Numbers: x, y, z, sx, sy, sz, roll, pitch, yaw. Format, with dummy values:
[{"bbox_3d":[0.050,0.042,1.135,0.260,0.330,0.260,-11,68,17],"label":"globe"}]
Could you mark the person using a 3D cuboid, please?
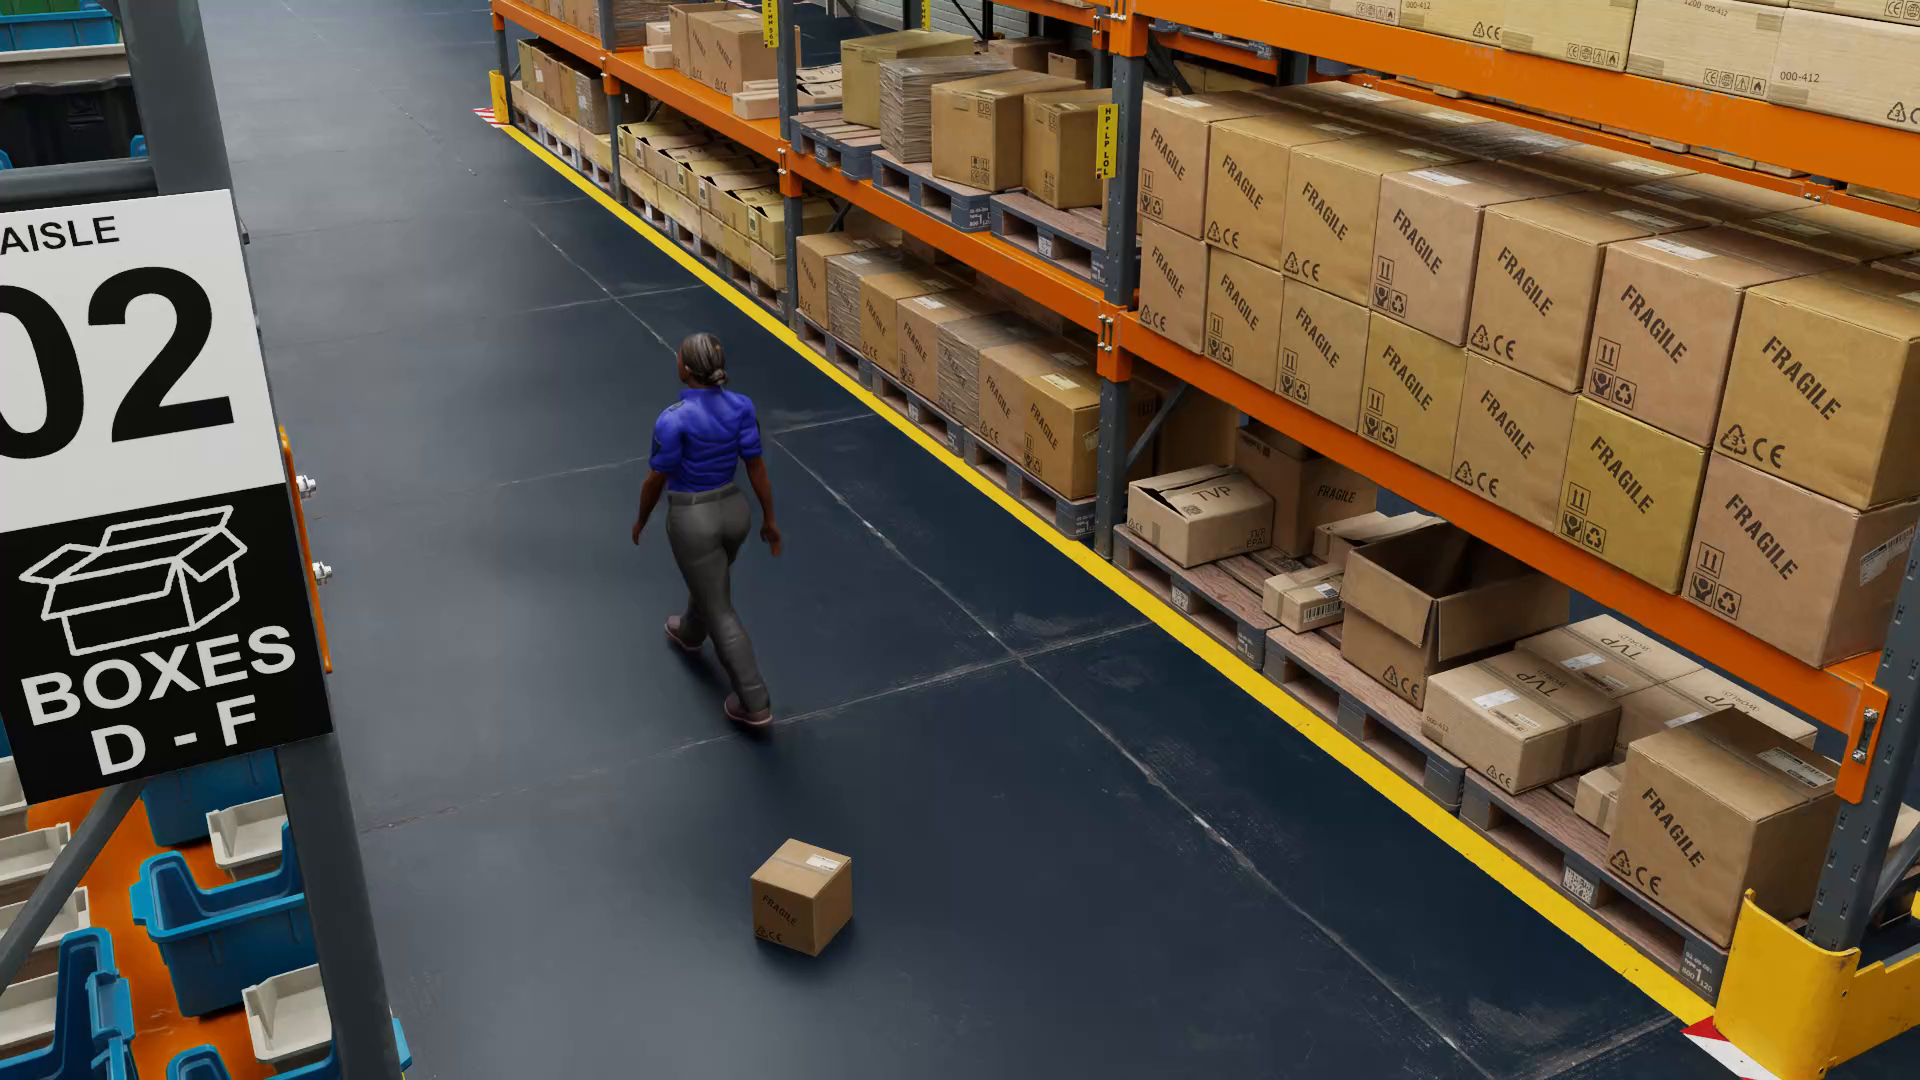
[{"bbox_3d":[-1.077,-0.109,6.817,0.483,1.590,1.012,-23,34,-40],"label":"person"}]
